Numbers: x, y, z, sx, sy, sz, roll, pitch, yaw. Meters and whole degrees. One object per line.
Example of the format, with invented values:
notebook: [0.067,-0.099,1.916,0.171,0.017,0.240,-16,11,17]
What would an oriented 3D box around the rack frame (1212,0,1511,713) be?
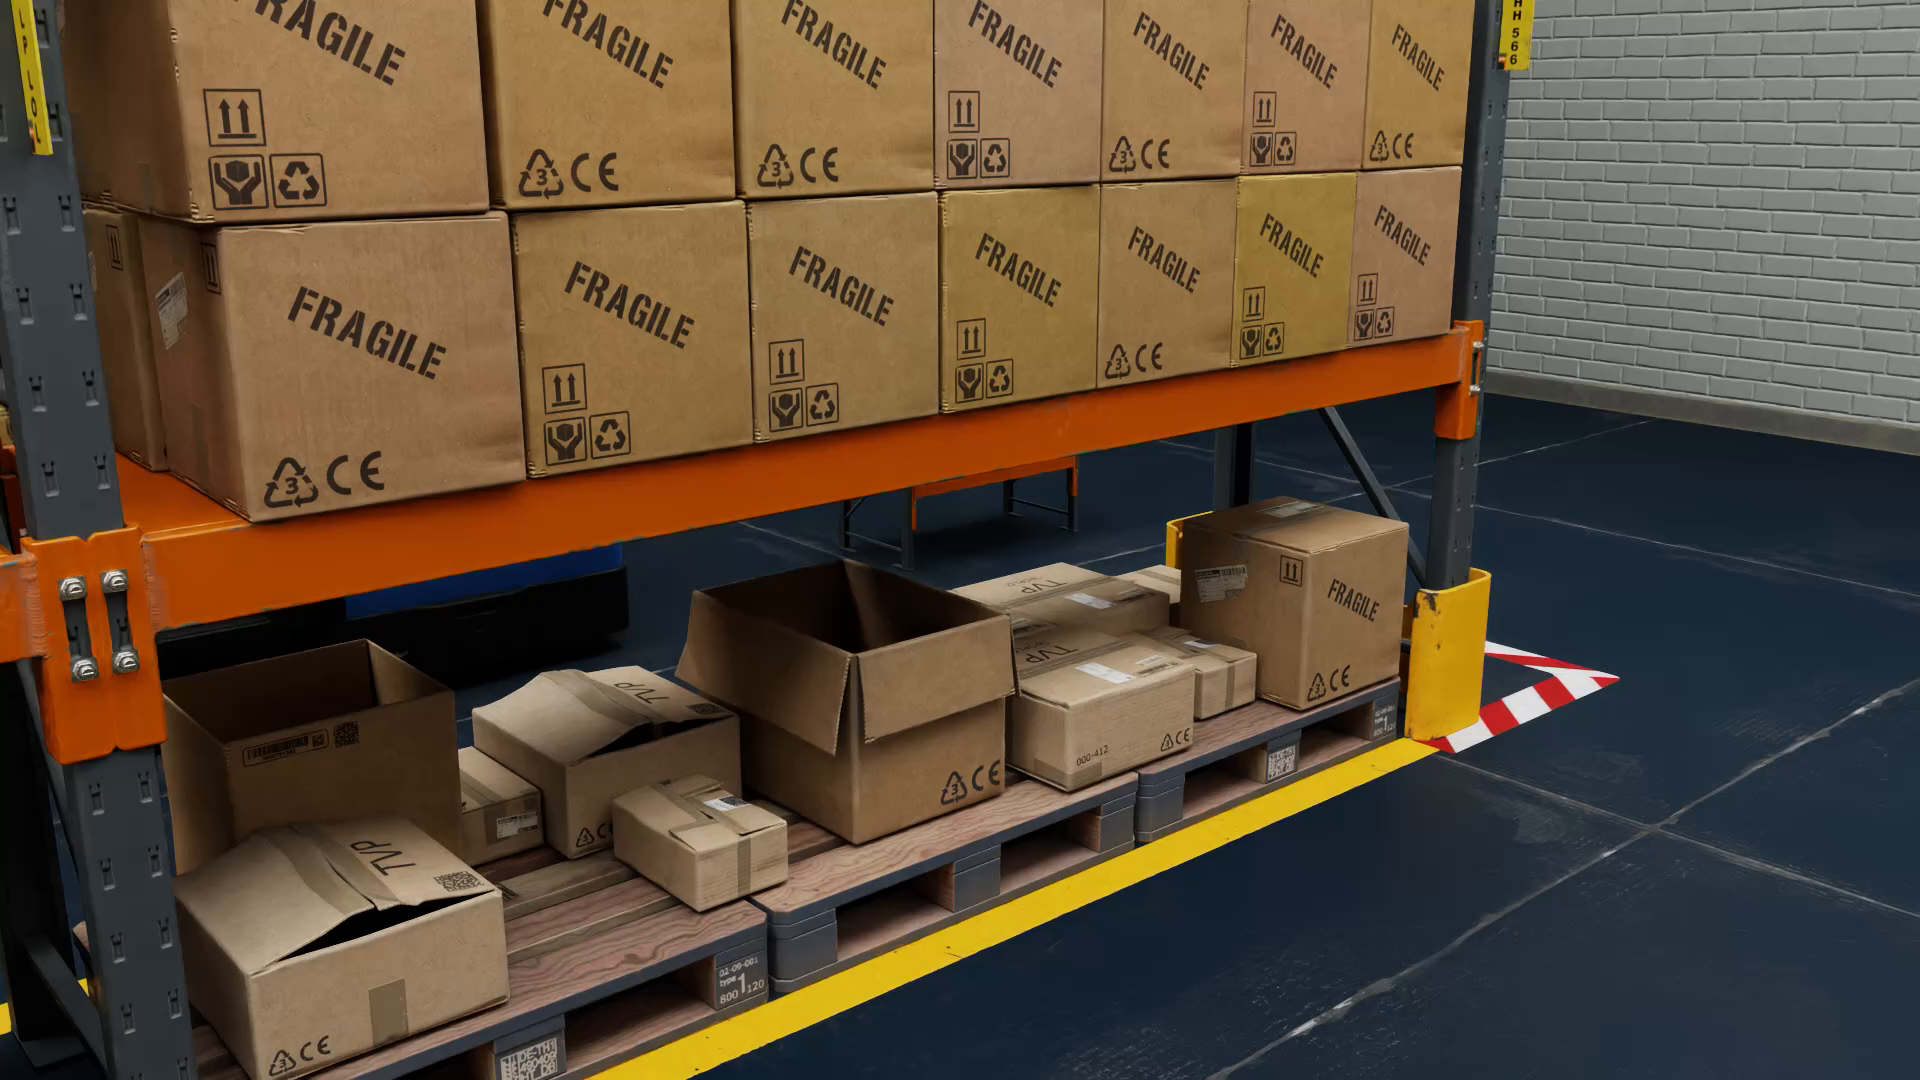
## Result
rack frame: [1.294,-0.953,5.505,0.127,3.000,1.000,-13,19,-39]

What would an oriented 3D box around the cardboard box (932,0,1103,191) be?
cardboard box: [-0.017,-1.094,3.901,0.500,0.500,0.500,-12,19,-38]

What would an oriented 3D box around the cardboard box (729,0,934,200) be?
cardboard box: [-0.406,-1.006,3.573,0.500,0.500,0.500,-13,20,-41]

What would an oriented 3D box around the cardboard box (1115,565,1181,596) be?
cardboard box: [0.753,0.216,5.801,0.250,0.149,0.380,-13,19,-39]

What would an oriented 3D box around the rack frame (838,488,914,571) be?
rack frame: [-0.378,-0.458,7.287,0.032,1.125,0.500,-13,19,-39]

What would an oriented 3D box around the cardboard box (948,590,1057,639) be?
cardboard box: [-0.057,0.369,5.031,0.500,0.250,0.500,-13,19,-39]

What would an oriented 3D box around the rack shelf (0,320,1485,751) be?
rack shelf: [-0.215,-0.267,4.329,4.000,0.370,1.077,-13,19,-39]

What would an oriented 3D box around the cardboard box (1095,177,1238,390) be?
cardboard box: [0.366,-0.700,4.366,0.500,0.500,0.500,-12,19,-39]

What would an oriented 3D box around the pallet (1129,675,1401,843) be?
pallet: [0.636,0.543,5.310,1.213,0.211,1.003,-13,19,-39]

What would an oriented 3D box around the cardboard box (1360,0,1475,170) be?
cardboard box: [1.139,-1.355,4.880,0.500,0.500,0.500,-13,20,-40]

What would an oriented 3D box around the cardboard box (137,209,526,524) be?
cardboard box: [-1.160,-0.357,3.080,0.500,0.500,0.500,-12,19,-38]

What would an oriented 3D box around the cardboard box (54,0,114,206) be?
cardboard box: [-1.512,-0.943,3.335,0.500,0.500,0.500,-13,19,-39]

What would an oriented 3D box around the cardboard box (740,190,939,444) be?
cardboard box: [-0.397,-0.529,3.722,0.500,0.500,0.500,-13,20,-40]

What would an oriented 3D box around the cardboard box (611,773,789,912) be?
cardboard box: [-0.619,0.704,3.941,0.250,0.166,0.380,-13,19,-39]

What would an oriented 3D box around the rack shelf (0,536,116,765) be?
rack shelf: [-3.232,0.411,1.792,4.000,0.370,1.077,-13,19,-39]

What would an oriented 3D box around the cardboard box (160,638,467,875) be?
cardboard box: [-1.480,0.568,3.802,0.500,0.500,0.500,-13,19,-39]

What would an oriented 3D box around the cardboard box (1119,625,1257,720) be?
cardboard box: [0.681,0.395,5.098,0.250,0.166,0.380,-13,19,-39]

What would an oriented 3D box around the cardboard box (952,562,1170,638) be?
cardboard box: [0.321,0.285,5.348,0.500,0.250,0.500,-13,19,-39]

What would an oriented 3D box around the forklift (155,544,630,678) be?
forklift: [-2.718,-0.883,5.376,3.031,2.935,1.130,-11,19,-37]

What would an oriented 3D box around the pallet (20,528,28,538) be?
pallet: [-4.353,-0.005,7.361,1.213,0.211,1.003,-13,19,-39]

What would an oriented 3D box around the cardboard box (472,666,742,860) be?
cardboard box: [-0.914,0.532,4.302,0.500,0.311,0.500,-13,19,-39]

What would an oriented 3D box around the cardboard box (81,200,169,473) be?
cardboard box: [-1.515,-0.458,3.459,0.500,0.500,0.500,-12,19,-38]

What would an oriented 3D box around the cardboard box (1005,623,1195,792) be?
cardboard box: [0.309,0.458,4.698,0.500,0.250,0.500,-13,19,-39]

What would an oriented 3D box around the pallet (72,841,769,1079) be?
pallet: [-1.205,0.956,3.763,1.213,0.211,1.003,-13,19,-39]

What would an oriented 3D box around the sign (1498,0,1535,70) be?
sign: [1.643,-1.554,4.897,0.005,0.325,0.100,-13,19,-39]

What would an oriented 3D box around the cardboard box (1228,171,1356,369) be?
cardboard box: [0.746,-0.784,4.678,0.500,0.500,0.500,-12,19,-39]

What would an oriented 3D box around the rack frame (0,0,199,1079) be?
rack frame: [-1.723,-0.275,2.968,0.127,3.000,1.000,-13,19,-39]

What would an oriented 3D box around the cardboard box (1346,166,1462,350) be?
cardboard box: [1.135,-0.872,5.010,0.500,0.500,0.500,-12,19,-38]

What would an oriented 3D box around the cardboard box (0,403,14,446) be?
cardboard box: [-4.346,-0.341,7.244,0.500,0.500,0.700,-12,19,-39]

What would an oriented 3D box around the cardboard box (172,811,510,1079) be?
cardboard box: [-1.265,0.782,3.367,0.500,0.311,0.500,-13,19,-39]

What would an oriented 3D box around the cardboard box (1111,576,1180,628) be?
cardboard box: [0.564,0.250,5.640,0.250,0.166,0.380,-13,19,-39]

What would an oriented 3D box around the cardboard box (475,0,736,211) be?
cardboard box: [-0.794,-0.919,3.247,0.500,0.500,0.500,-13,20,-41]

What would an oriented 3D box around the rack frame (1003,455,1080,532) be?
rack frame: [0.389,-0.631,7.932,0.032,1.125,0.500,-13,19,-39]

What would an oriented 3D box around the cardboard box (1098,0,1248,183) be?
cardboard box: [0.370,-1.181,4.227,0.500,0.500,0.500,-12,19,-38]

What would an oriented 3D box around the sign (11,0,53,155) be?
sign: [-1.356,-0.727,2.416,0.005,0.325,0.100,-13,19,-39]

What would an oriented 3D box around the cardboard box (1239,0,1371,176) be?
cardboard box: [0.758,-1.270,4.559,0.500,0.500,0.500,-12,19,-38]

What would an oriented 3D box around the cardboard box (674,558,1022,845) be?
cardboard box: [-0.309,0.399,4.429,0.637,0.503,0.797,-13,19,-39]

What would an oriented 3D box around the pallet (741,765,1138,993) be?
pallet: [-0.284,0.748,4.541,1.213,0.211,1.003,-13,19,-39]

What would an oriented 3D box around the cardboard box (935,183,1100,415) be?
cardboard box: [-0.014,-0.615,4.046,0.500,0.500,0.500,-13,20,-40]

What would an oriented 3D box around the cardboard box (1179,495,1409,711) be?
cardboard box: [1.046,0.182,5.246,0.500,0.500,0.500,-13,19,-39]

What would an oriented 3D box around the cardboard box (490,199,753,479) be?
cardboard box: [-0.776,-0.444,3.407,0.500,0.500,0.500,-12,19,-38]

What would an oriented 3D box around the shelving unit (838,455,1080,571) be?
shelving unit: [0.005,-0.545,7.609,1.048,1.125,0.538,-13,19,-39]

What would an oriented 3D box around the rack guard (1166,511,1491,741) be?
rack guard: [1.237,0.268,5.779,0.348,0.500,1.175,-13,19,-39]

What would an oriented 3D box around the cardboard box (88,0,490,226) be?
cardboard box: [-1.183,-0.832,2.920,0.500,0.500,0.500,-12,19,-38]

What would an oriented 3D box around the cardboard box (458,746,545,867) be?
cardboard box: [-1.236,0.663,4.129,0.250,0.149,0.380,-13,19,-39]

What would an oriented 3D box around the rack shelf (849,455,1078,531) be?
rack shelf: [0.005,-0.308,7.672,1.000,0.278,0.538,-13,19,-39]
